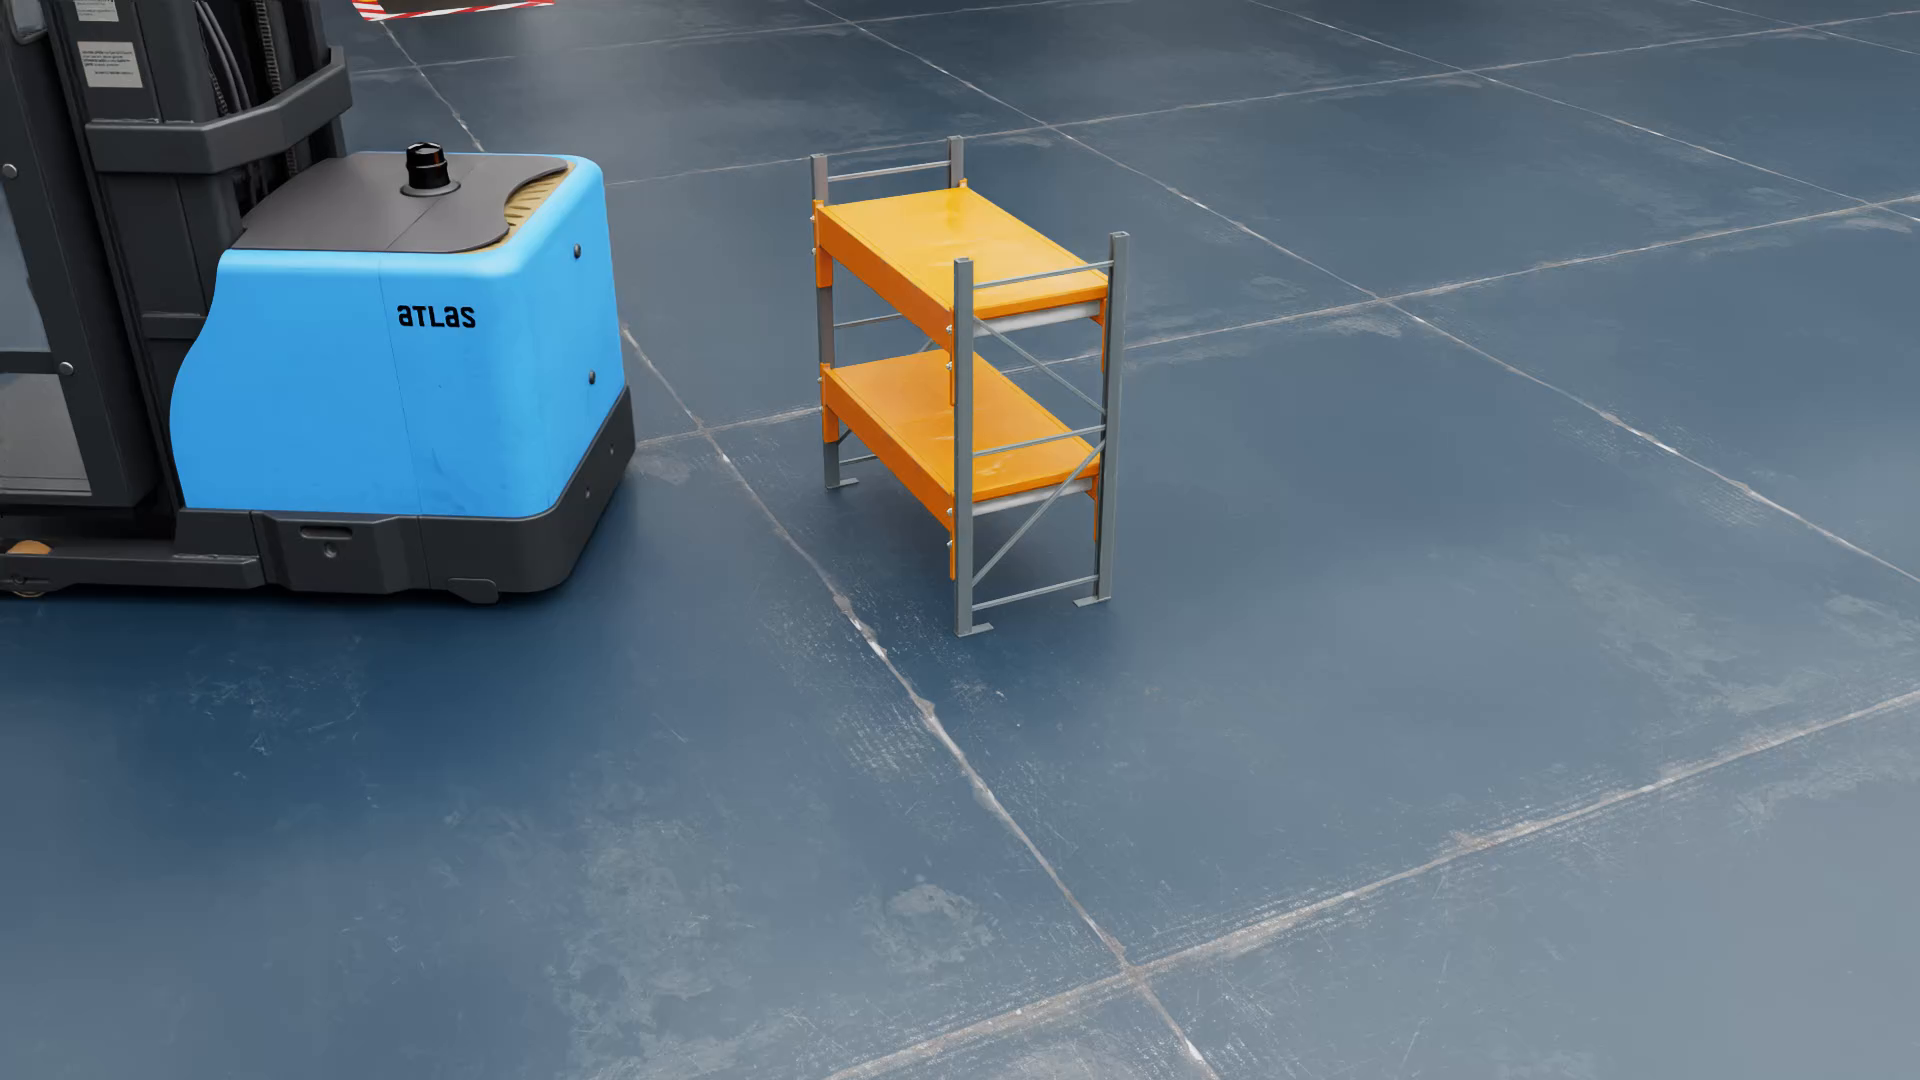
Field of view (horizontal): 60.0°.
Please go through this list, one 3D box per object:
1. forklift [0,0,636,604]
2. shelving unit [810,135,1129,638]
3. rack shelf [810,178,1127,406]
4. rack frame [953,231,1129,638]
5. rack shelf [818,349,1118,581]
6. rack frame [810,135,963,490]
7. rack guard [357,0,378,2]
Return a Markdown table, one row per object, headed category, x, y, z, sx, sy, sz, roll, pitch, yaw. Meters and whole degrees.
| category | x | y | z | sx | sy | sz | roll | pitch | yaw |
| --- | --- | --- | --- | --- | --- | --- | --- | --- | --- |
| forklift | -2.642 | -1.363 | 4.684 | 3.031 | 2.935 | 1.130 | 2 | 29 | 3 |
| shelving unit | -0.003 | -0.494 | 4.980 | 0.538 | 1.125 | 1.048 | -13 | 32 | -22 |
| rack shelf | -0.003 | -0.749 | 4.837 | 0.538 | 0.278 | 1.000 | -13 | 32 | -22 |
| rack frame | 0.215 | -0.269 | 4.580 | 0.500 | 1.125 | 0.032 | -13 | 32 | -22 |
| rack shelf | -0.003 | -0.280 | 5.100 | 0.538 | 0.278 | 1.000 | -13 | 32 | -22 |
| rack frame | -0.221 | -0.718 | 5.381 | 0.500 | 1.125 | 0.032 | -13 | 32 | -22 |
| rack guard | -4.027 | -4.425 | 12.630 | 1.175 | 0.500 | 0.348 | -13 | 32 | -22 |
